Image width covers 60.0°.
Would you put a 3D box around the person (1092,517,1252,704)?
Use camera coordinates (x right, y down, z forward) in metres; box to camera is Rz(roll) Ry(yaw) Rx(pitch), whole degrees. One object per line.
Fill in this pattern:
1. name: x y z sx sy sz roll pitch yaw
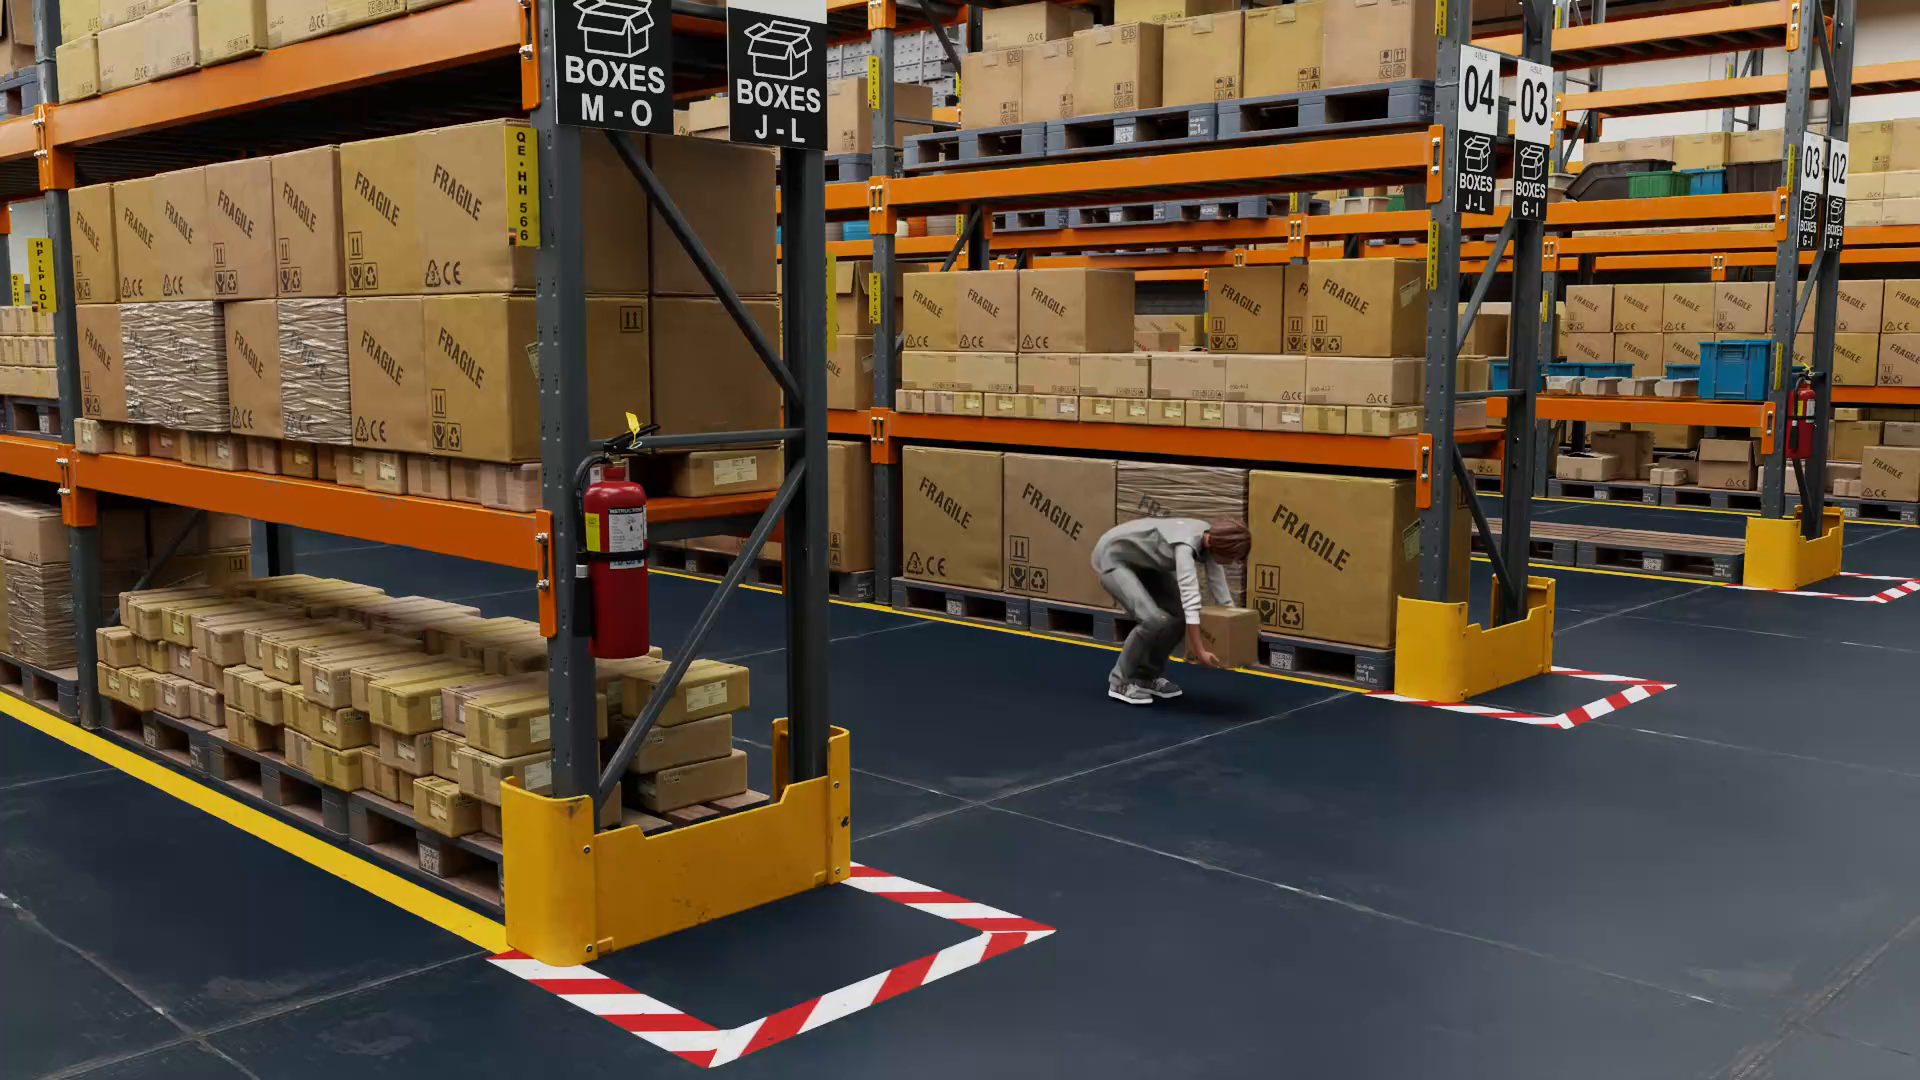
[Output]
1. person: 1.042 0.339 8.203 0.862 0.953 0.425 6 10 41
